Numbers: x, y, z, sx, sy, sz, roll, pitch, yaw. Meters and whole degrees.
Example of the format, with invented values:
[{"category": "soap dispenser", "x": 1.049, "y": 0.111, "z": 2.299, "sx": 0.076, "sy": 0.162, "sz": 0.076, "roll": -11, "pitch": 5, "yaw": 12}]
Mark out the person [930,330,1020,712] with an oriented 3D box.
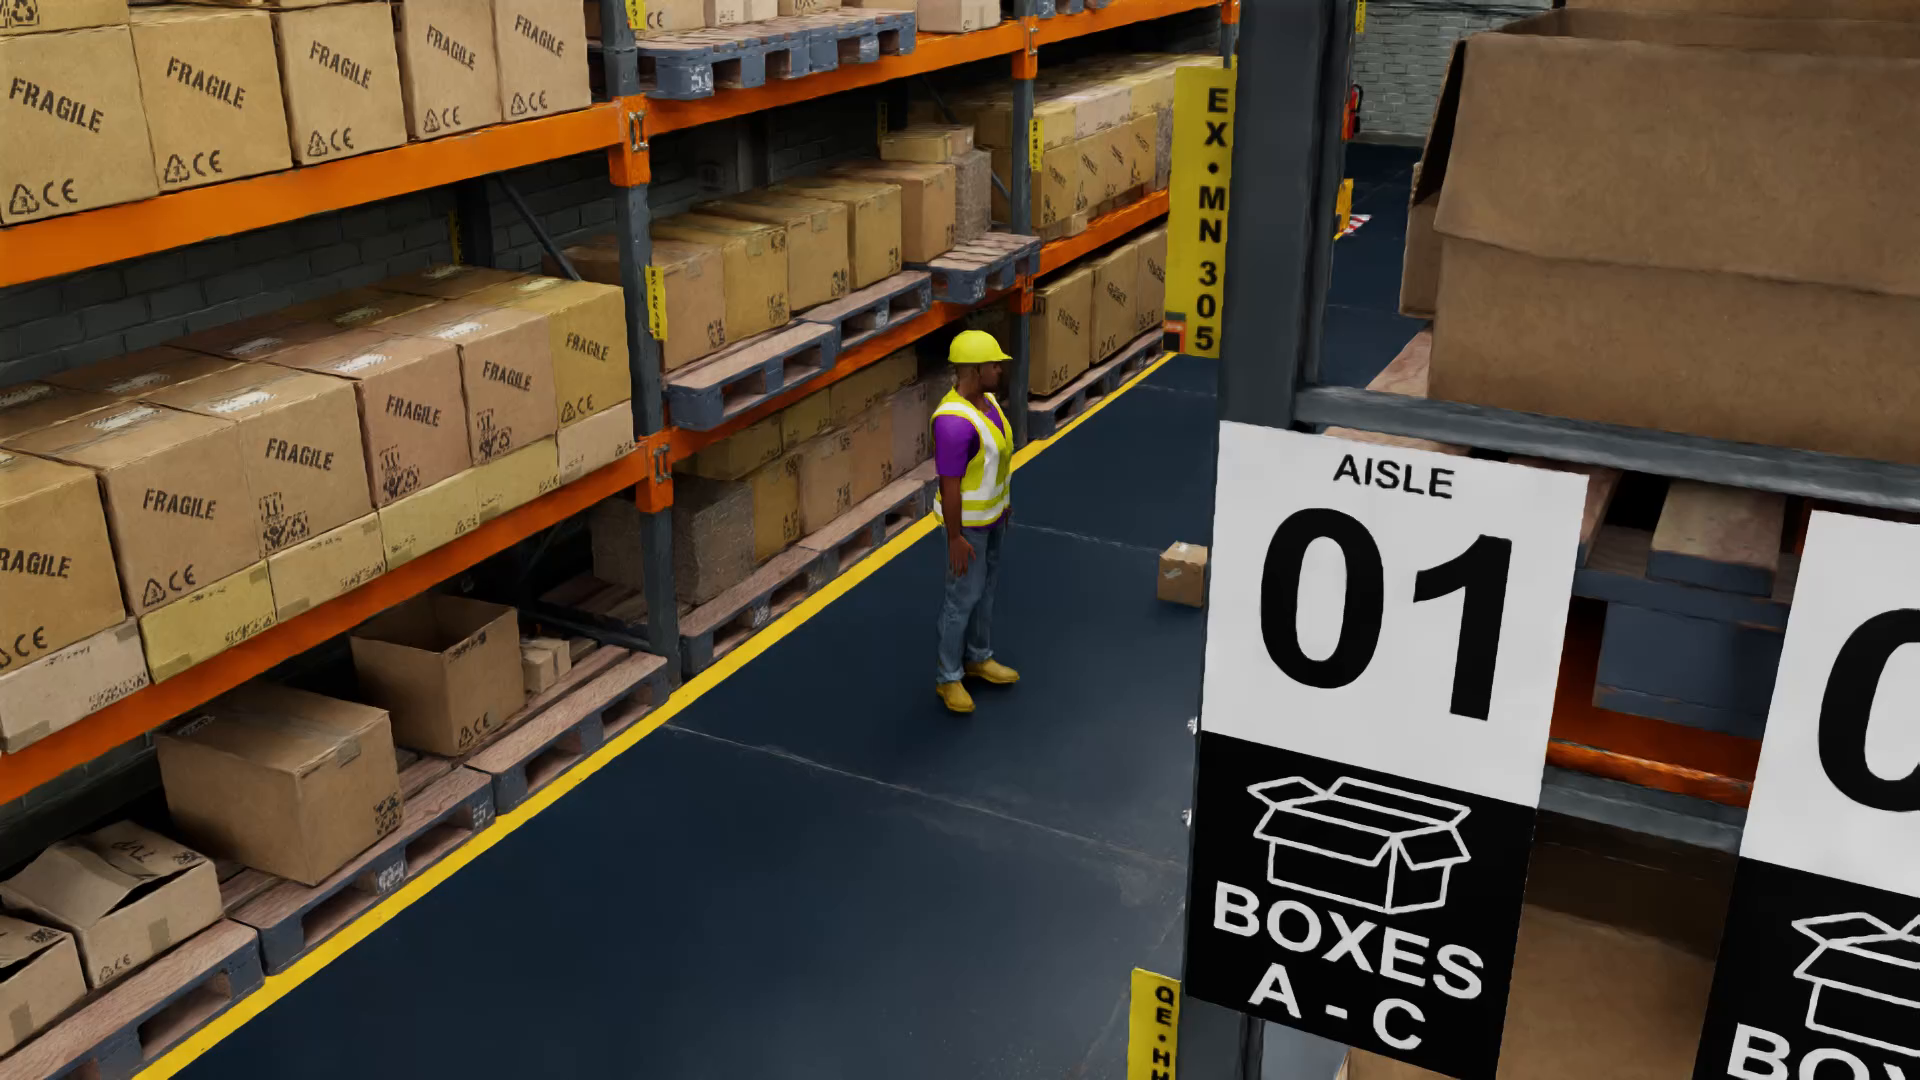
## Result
[{"category": "person", "x": 0.080, "y": -0.105, "z": 7.749, "sx": 0.386, "sy": 1.767, "sz": 0.646, "roll": 8, "pitch": 24, "yaw": 19}]
